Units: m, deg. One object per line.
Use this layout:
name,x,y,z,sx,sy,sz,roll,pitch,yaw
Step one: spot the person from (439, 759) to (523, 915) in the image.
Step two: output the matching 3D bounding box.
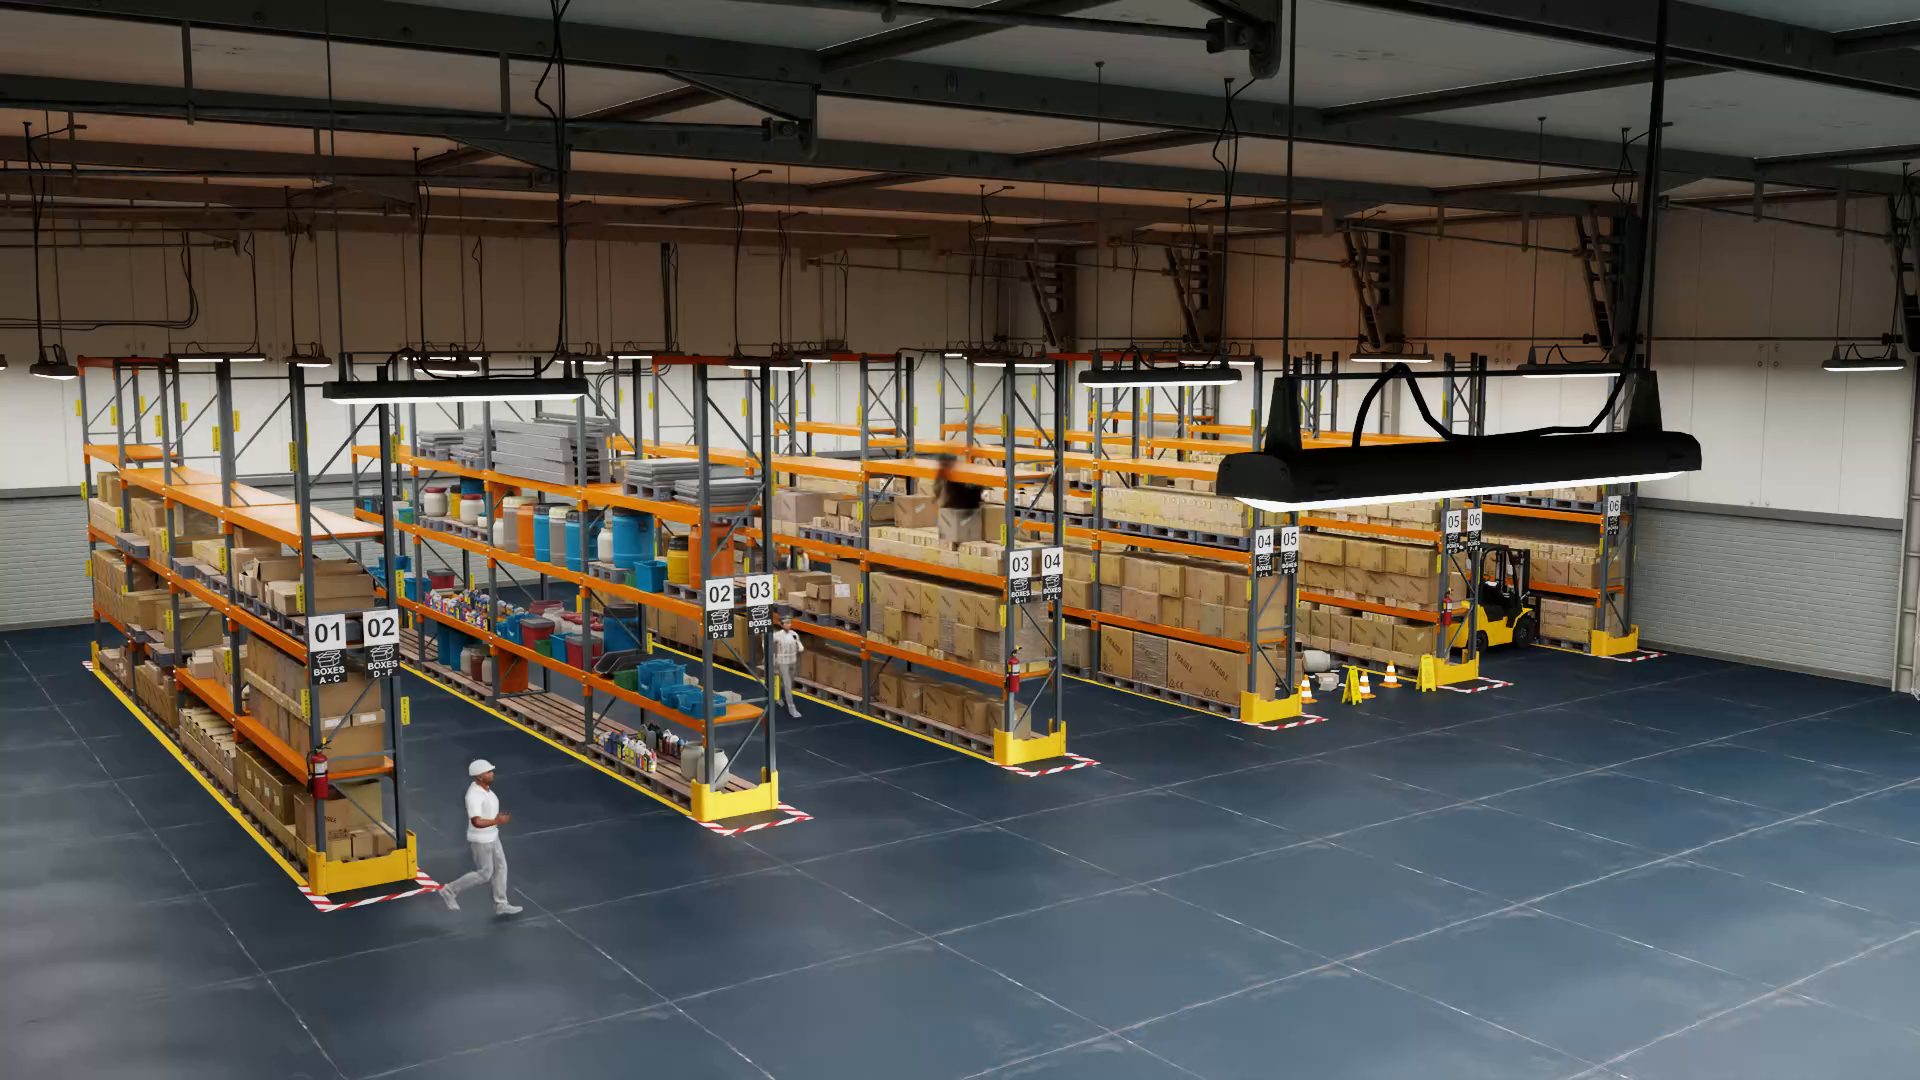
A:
person,-5.247,3.259,18.177,0.878,1.745,0.709,-1,7,-6

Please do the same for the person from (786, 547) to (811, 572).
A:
person,-3.589,0.957,37.136,0.707,1.859,0.784,-5,9,-36

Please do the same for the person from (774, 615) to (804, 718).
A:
person,-2.915,2.088,27.983,0.611,1.669,0.921,-5,9,-38
